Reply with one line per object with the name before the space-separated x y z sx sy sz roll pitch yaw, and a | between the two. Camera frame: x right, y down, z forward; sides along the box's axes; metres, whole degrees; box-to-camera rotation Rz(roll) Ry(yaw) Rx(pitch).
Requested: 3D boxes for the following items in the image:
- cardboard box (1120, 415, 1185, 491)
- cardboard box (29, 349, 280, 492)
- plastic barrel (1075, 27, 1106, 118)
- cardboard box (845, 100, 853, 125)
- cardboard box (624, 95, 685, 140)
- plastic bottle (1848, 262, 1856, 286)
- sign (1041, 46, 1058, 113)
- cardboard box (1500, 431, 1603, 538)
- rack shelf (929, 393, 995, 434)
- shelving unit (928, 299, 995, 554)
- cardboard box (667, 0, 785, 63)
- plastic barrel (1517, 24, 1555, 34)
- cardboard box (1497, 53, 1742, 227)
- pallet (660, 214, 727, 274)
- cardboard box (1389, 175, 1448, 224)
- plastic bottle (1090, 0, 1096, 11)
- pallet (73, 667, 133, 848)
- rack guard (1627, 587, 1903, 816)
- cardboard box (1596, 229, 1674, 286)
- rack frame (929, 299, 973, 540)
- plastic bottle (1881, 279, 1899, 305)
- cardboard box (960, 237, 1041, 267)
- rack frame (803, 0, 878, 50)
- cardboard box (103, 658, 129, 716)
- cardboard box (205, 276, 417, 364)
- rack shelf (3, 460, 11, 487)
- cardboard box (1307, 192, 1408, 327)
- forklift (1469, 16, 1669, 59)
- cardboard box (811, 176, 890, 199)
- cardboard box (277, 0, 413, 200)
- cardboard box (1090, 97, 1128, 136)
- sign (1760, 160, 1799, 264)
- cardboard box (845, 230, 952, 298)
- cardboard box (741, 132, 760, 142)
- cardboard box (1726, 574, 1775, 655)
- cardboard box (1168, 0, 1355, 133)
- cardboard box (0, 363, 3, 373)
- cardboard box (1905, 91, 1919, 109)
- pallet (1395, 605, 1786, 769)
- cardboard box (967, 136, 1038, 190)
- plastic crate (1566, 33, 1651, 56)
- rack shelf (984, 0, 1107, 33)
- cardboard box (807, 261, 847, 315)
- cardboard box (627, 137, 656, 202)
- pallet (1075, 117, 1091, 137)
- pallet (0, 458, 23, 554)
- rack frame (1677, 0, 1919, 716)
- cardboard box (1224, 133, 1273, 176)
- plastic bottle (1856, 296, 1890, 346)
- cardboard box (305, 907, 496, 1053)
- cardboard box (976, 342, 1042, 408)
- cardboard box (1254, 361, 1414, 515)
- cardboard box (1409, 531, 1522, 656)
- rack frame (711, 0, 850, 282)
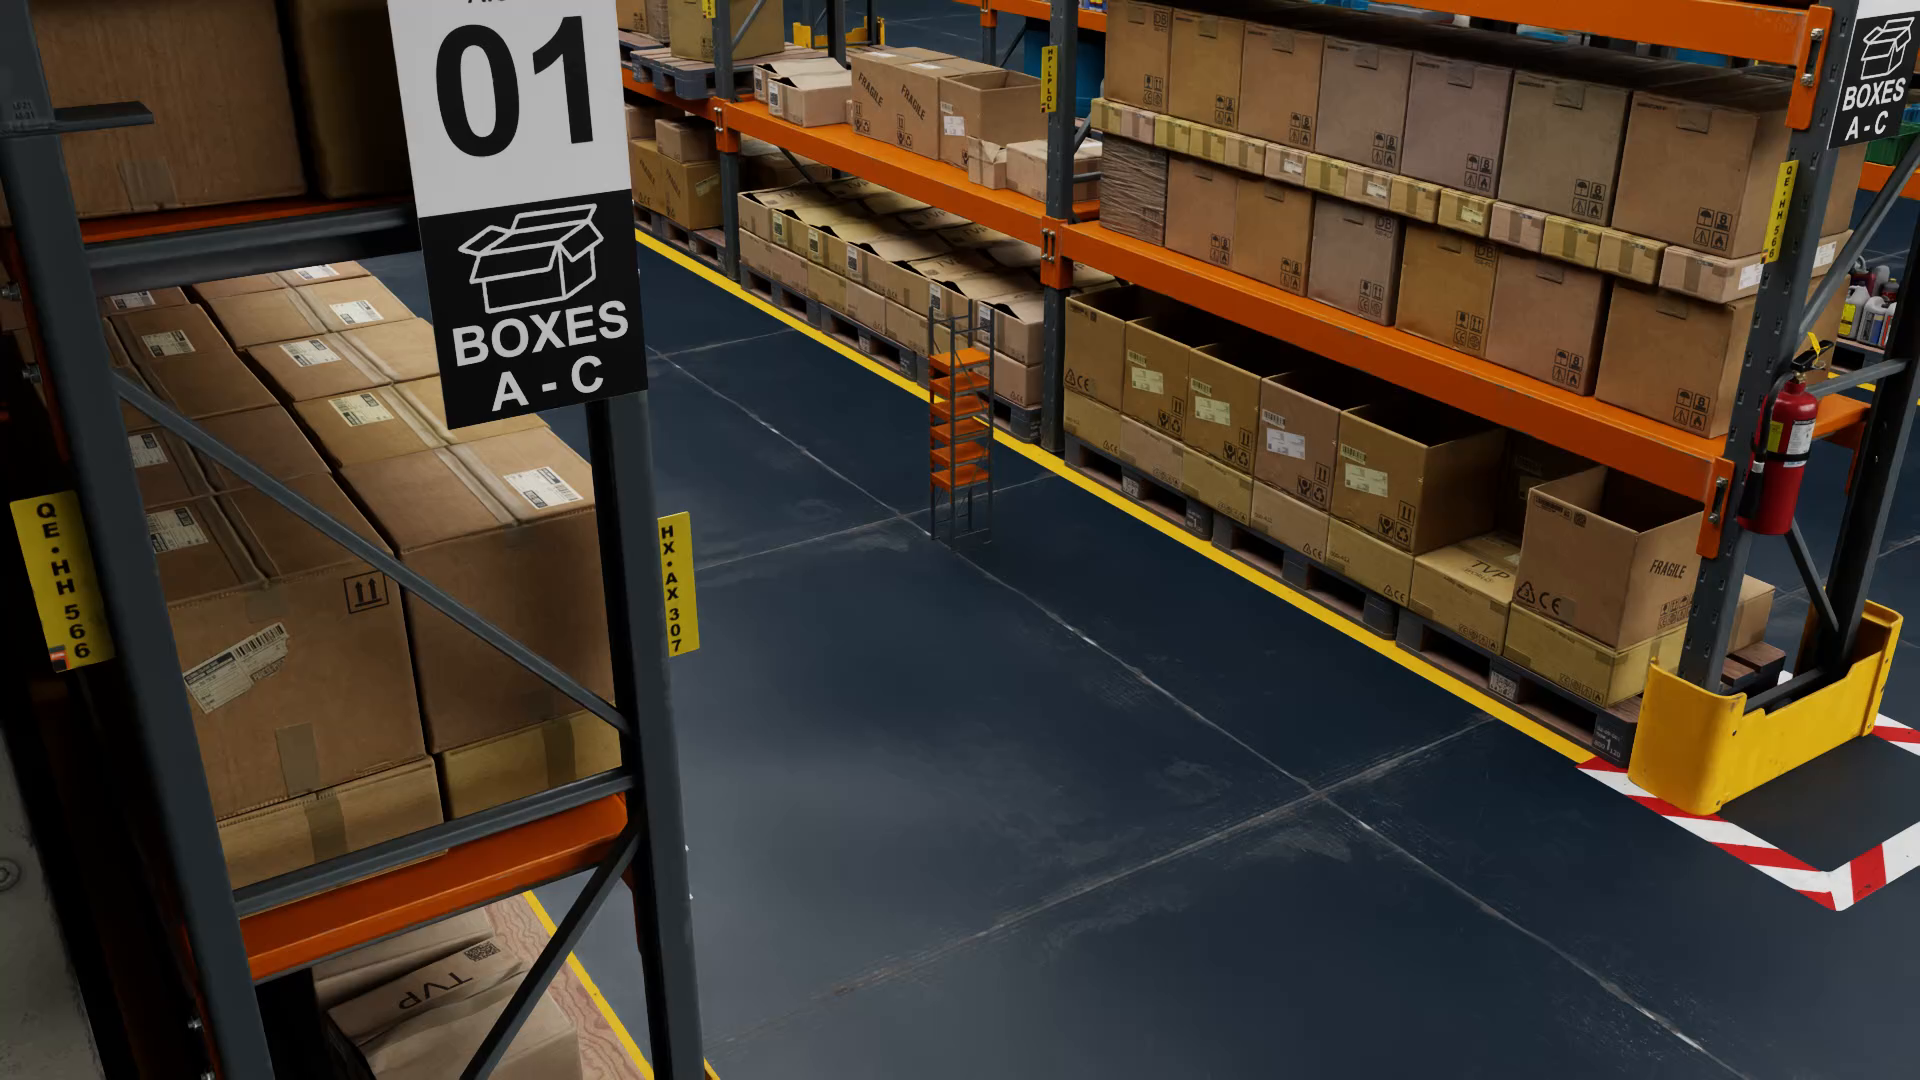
cardboard box | 1.171 -0.500 8.523 0.500 0.250 0.500 -16 29 -30
cardboard box | -2.050 -0.149 4.325 0.500 0.500 0.500 -16 30 -31
plastic barrel | 1.357 -4.773 16.813 0.600 0.901 0.708 -16 29 -30
cardboard box | -0.537 -2.844 11.054 0.380 0.149 0.250 -13 28 -26
cardboard box | -2.584 -3.472 13.625 0.500 0.250 0.500 -16 30 -31
plastic bottle | 5.857 -1.713 11.031 0.061 0.283 0.133 -16 29 -30
sign | 0.453 -2.327 8.403 0.100 0.325 0.005 -16 29 -30
cardboard box | 2.705 -0.247 7.109 0.500 0.500 0.500 -16 29 -30
rack shelf | 0.008 -0.606 7.951 0.258 0.103 0.180 -16 29 -30
shelving unit | 0.008 -0.537 7.983 0.258 1.200 0.189 -16 29 -30
cardboard box | -1.719 -3.834 12.250 0.500 0.500 0.700 18 31 33
plastic barrel | 4.316 -3.840 12.711 0.433 0.535 0.433 0 25 0
cardboard box | 2.522 -1.546 6.375 0.700 0.500 0.500 -16 30 -31
pallet | -1.657 -2.415 13.119 1.003 0.211 1.213 -16 29 -30
cardboard box | 2.010 -1.432 6.894 0.380 0.149 0.250 -15 29 -28
plastic bottle | 1.294 -5.209 15.922 0.097 0.271 0.097 0 25 0
pallet | -2.849 0.679 6.564 1.003 0.211 1.213 -16 29 -30
rack guard | 3.100 0.600 6.393 1.175 0.500 0.348 -16 29 -30
cardboard box | 2.574 -1.063 6.111 0.380 0.149 0.250 -15 29 -28
rack frame | -0.042 -0.570 8.052 0.240 1.200 0.006 -16 29 -30
plastic bottle | 6.102 -1.614 10.917 0.097 0.201 0.097 0 25 0
cardboard box | 0.333 -1.741 10.496 0.500 0.311 0.500 -17 30 -31
rack frame | -1.496 -7.415 20.443 1.000 3.000 0.127 -16 29 -30
cardboard box | -2.050 0.192 4.483 0.500 0.250 0.500 -16 30 -30
cardboard box | -1.901 -0.451 4.966 0.500 0.500 0.500 -15 29 -28
rack shelf | -4.337 -1.204 8.129 1.077 0.370 4.000 -16 29 -30
cardboard box | 1.995 -1.307 7.388 0.700 0.500 0.500 -15 29 -28
forklift | 3.664 -2.409 9.921 1.130 2.935 3.031 22 33 38
cardboard box | -0.789 -2.470 12.041 0.500 0.311 0.500 -15 29 -28
cardboard box | -1.035 -0.972 3.140 0.500 0.500 0.500 -15 29 -28
cardboard box | 0.887 -2.167 8.449 0.380 0.149 0.250 -16 29 -30
sign | 2.624 -1.048 5.323 0.100 0.325 0.005 -16 29 -30
cardboard box | -0.389 -1.792 10.604 0.500 0.311 0.500 -16 30 -30
cardboard box | -1.850 -3.065 13.641 0.500 0.500 0.500 -16 30 -30
cardboard box | 2.980 0.271 6.891 0.500 0.250 0.500 -16 29 -30
cardboard box | 1.427 -2.264 7.895 0.700 0.500 0.500 -16 29 -30
cardboard box | -3.164 -0.877 5.869 0.500 0.500 0.500 -16 30 -31
cardboard box | 8.643 -3.745 15.082 0.700 0.500 0.500 -16 29 -30
pallet | 2.634 0.458 7.032 1.003 0.211 1.213 -16 29 -30
cardboard box | 0.269 -2.180 9.513 0.396 0.266 0.258 -16 30 -31
plastic crate | 4.534 -3.253 11.553 0.402 0.464 0.583 -16 29 -30
rack shelf | 1.780 -4.943 16.050 1.077 0.370 4.000 -16 29 -30
cardboard box | -0.677 -1.727 11.123 0.500 0.250 0.500 -16 30 -31
cardboard box | -2.562 -3.120 13.758 0.500 0.500 0.500 -17 30 -31
pallet | 1.074 -4.437 17.402 1.003 0.211 1.213 -16 29 -30
pallet | -4.342 -0.268 8.570 1.003 0.211 1.213 -16 29 -30
rack frame | 3.086 -0.539 5.878 1.000 3.000 0.127 -16 29 -30
cardboard box | 1.446 -1.802 7.676 0.380 0.149 0.250 -17 30 -31
plastic bottle | 5.678 -1.360 10.292 0.152 0.276 0.135 -16 30 -31
cardboard box | -1.676 1.161 4.910 0.500 0.311 0.500 -13 28 -25
cardboard box | 0.434 -0.997 9.577 0.500 0.250 0.500 -16 30 -30
cardboard box | 1.714 -0.480 7.604 0.500 0.500 0.500 -16 29 -30
cardboard box | 2.263 0.216 7.008 0.500 0.250 0.500 -16 29 -30
rack frame | -1.281 -3.400 11.939 1.000 3.000 0.127 -16 29 -30
